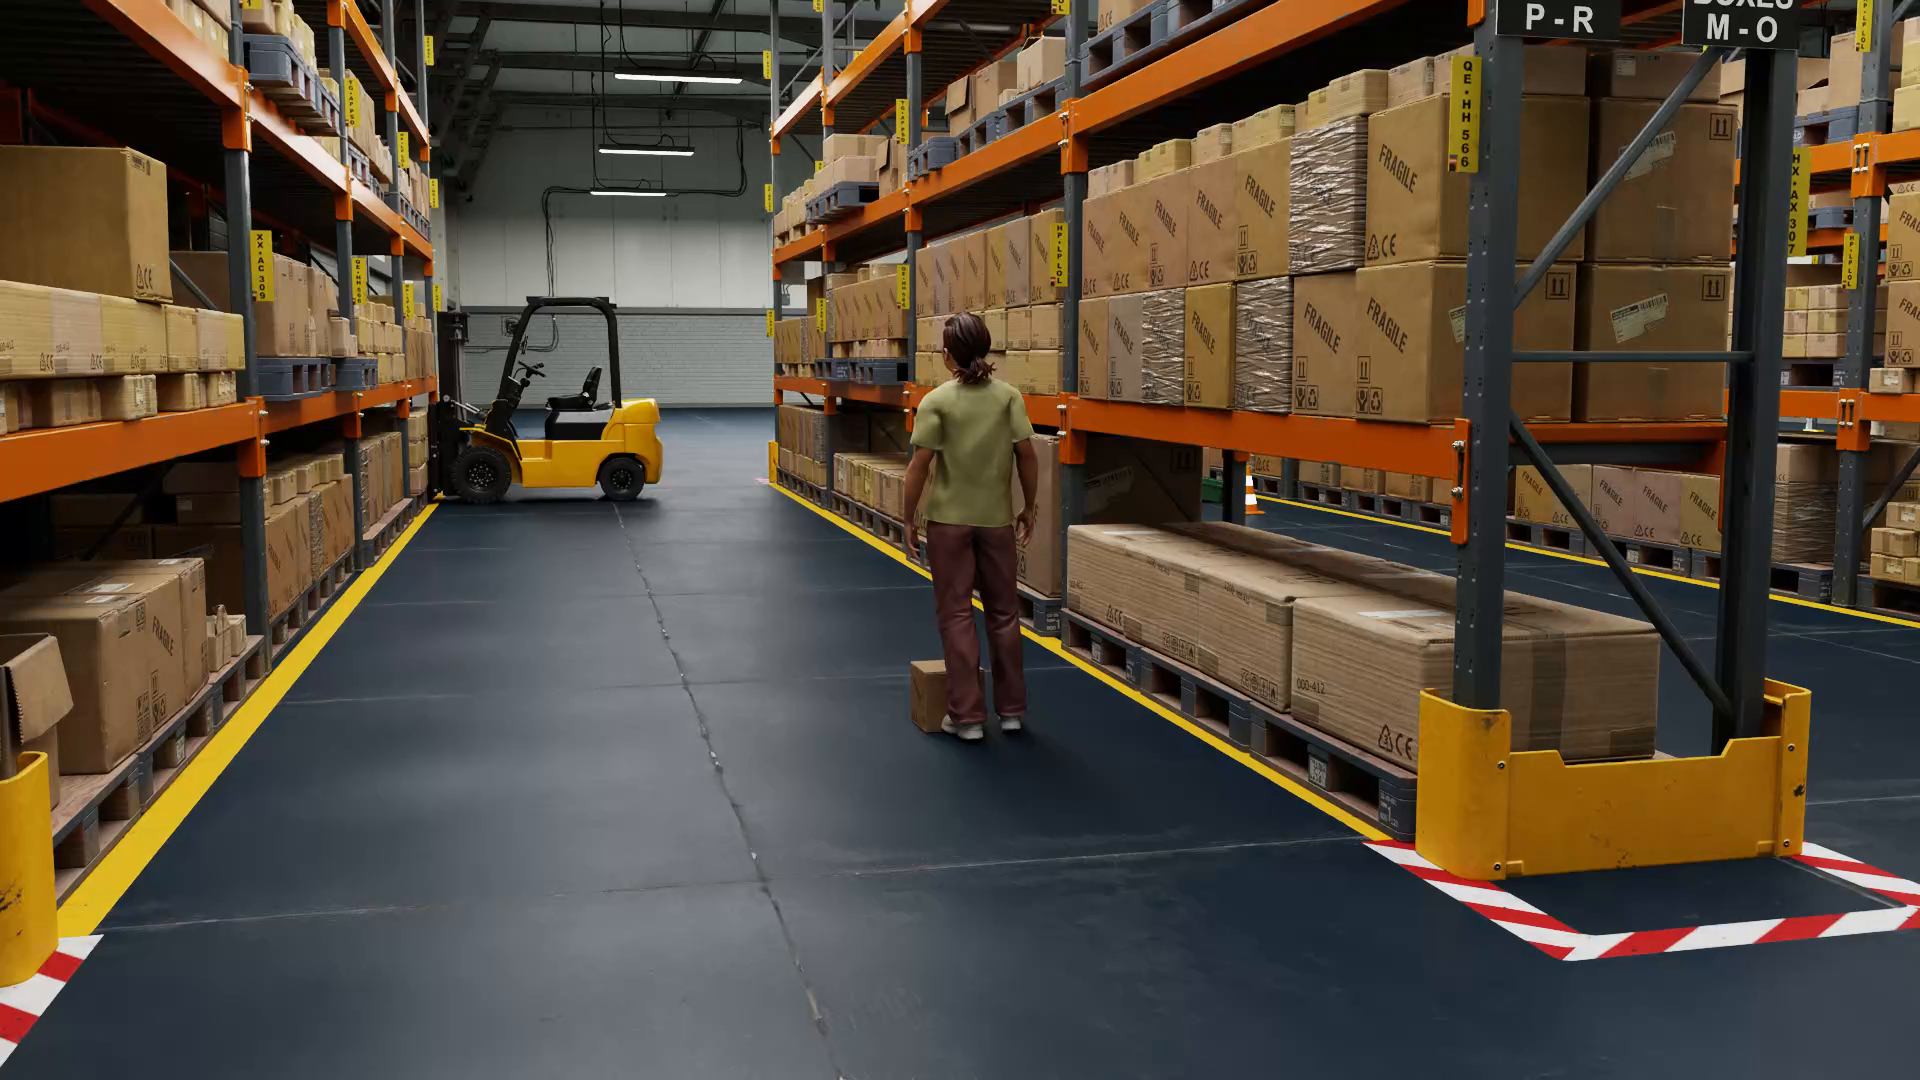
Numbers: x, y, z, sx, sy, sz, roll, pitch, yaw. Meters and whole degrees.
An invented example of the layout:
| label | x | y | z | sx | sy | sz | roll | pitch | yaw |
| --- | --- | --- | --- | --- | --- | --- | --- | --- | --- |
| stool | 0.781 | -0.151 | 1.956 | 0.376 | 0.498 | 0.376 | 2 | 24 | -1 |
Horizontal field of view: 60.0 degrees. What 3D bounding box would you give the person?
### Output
| label | x | y | z | sx | sy | sz | roll | pitch | yaw |
| --- | --- | --- | --- | --- | --- | --- | --- | --- | --- |
| person | 0.030 | -0.055 | 6.567 | 0.555 | 1.674 | 0.548 | -2 | 6 | -14 |
